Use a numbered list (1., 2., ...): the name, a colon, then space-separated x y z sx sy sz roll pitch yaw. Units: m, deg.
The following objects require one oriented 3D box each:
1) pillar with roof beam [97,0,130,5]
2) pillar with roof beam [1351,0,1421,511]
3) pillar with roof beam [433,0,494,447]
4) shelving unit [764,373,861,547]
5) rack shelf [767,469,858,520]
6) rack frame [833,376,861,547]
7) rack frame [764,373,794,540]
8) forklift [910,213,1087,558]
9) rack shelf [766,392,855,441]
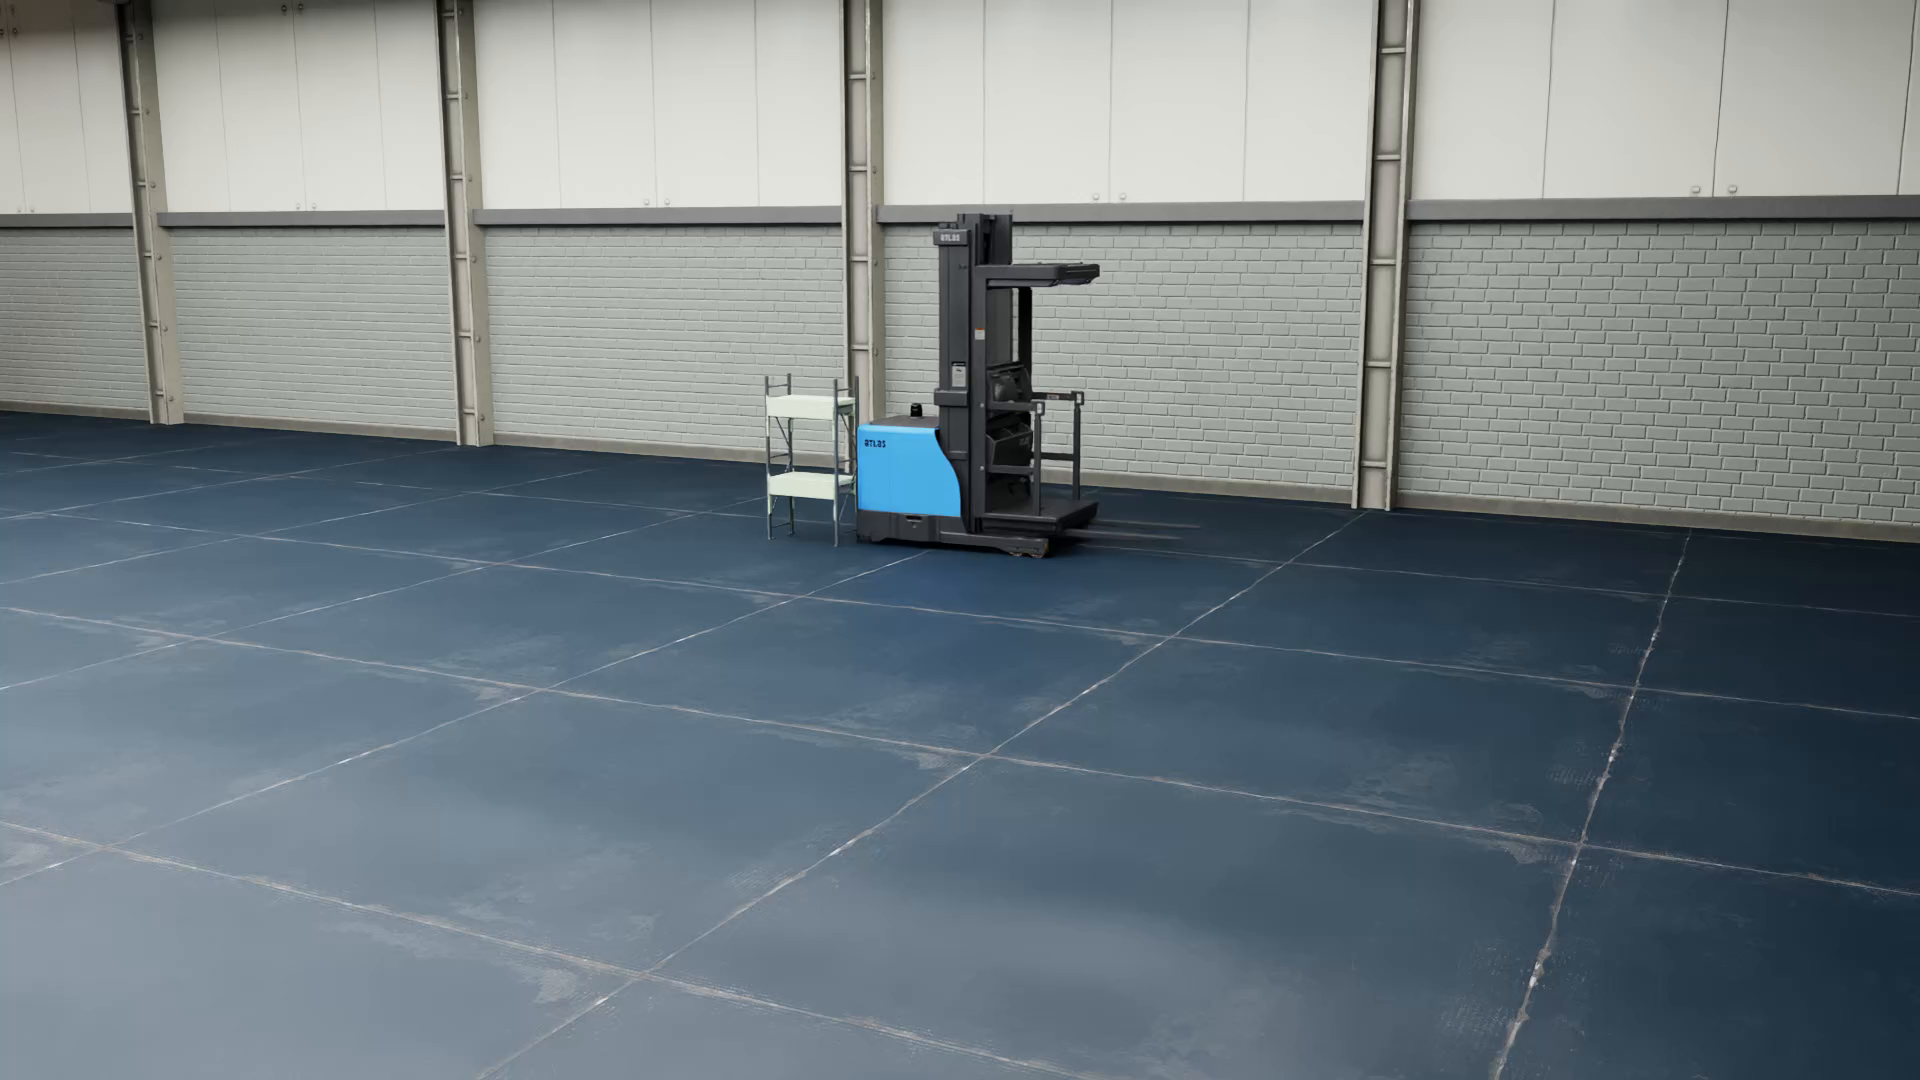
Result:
1. pillar with roof beam: -13.871 -8.424 19.645 0.548 2.987 8.718 5 11 26
2. pillar with roof beam: 2.356 -4.077 12.512 0.400 9.000 9.100 5 11 26
3. pillar with roof beam: -8.406 -5.023 17.736 0.400 9.000 9.100 5 11 26
4. shelving unit: -1.339 -0.742 15.136 0.755 1.500 0.431 5 12 27
5. rack shelf: -1.339 -0.421 15.194 0.720 0.370 0.431 5 12 27
6. rack frame: -1.015 -0.711 14.968 0.023 1.500 0.400 5 12 27
7. rack frame: -1.663 -0.772 15.304 0.023 1.500 0.400 5 12 27
8. forklift: 0.622 -1.391 14.707 3.031 2.935 1.121 5 11 23
9. rack shelf: -1.339 -1.126 15.067 0.720 0.370 0.431 5 12 27
